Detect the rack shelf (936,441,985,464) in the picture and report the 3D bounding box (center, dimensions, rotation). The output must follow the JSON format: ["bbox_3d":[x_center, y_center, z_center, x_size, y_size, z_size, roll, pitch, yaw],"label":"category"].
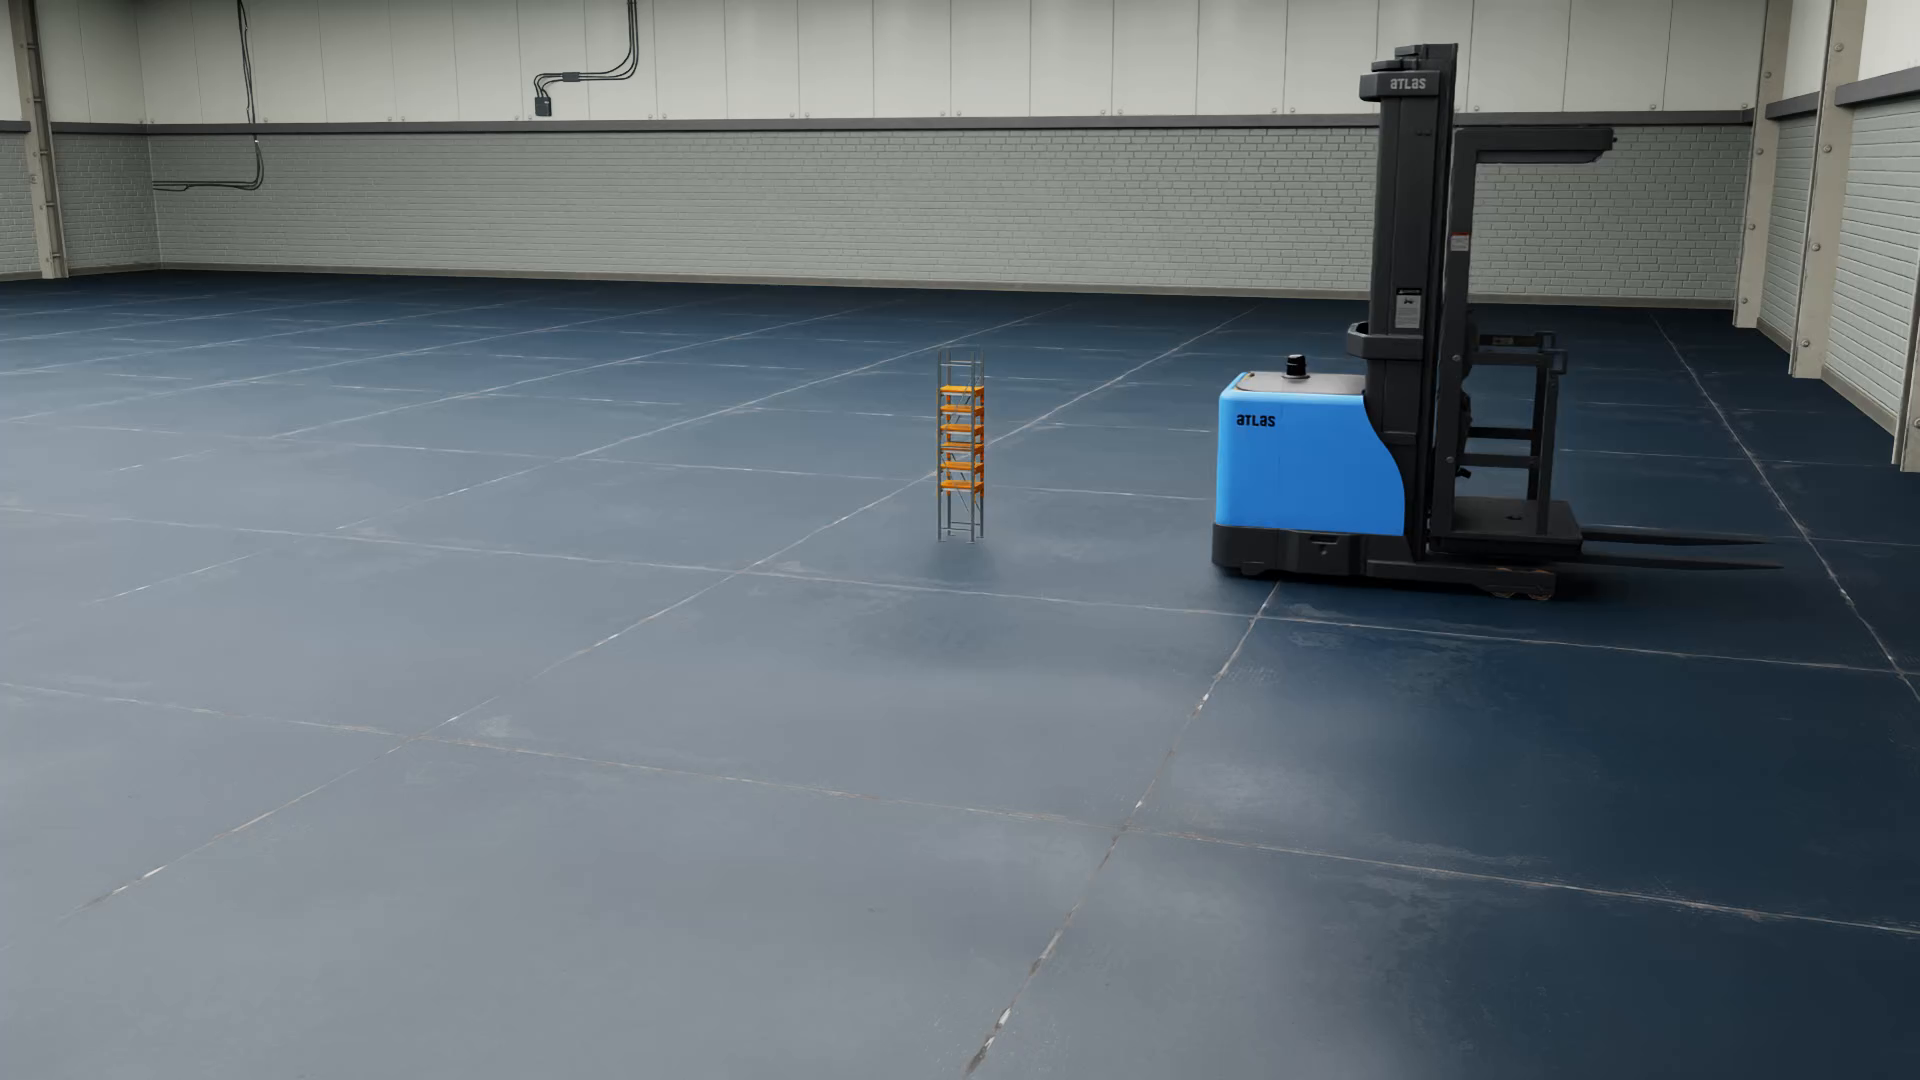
[{"bbox_3d":[0.005,-0.545,10.378,0.258,0.103,0.180,4,14,18],"label":"rack shelf"}]

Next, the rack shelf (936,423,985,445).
[{"bbox_3d":[0.005,-0.662,10.351,0.258,0.103,0.180,4,14,18],"label":"rack shelf"}]

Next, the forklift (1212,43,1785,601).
[{"bbox_3d":[3.027,-1.231,9.294,3.031,2.935,1.130,4,13,15],"label":"forklift"}]

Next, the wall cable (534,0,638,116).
[{"bbox_3d":[-7.285,-11.236,31.851,2.305,6.003,0.169,4,14,18],"label":"wall cable"}]

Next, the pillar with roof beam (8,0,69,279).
[{"bbox_3d":[-14.394,-9.430,31.580,9.100,9.000,0.400,4,14,18],"label":"pillar with roof beam"}]

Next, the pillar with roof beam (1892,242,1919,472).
[{"bbox_3d":[3.383,-5.255,13.289,9.100,9.000,0.400,4,14,18],"label":"pillar with roof beam"}]

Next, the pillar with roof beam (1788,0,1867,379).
[{"bbox_3d":[5.324,-6.518,18.824,9.100,9.000,0.400,4,14,18],"label":"pillar with roof beam"}]

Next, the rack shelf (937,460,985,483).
[{"bbox_3d":[0.005,-0.428,10.404,0.258,0.103,0.180,4,14,18],"label":"rack shelf"}]

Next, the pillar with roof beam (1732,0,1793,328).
[{"bbox_3d":[7.265,-7.782,24.359,9.100,9.000,0.400,4,14,18],"label":"pillar with roof beam"}]

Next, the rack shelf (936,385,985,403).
[{"bbox_3d":[0.005,-0.896,10.298,0.258,0.103,0.180,4,14,18],"label":"rack shelf"}]

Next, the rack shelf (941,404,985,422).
[{"bbox_3d":[0.005,-0.779,10.324,0.258,0.103,0.180,4,14,18],"label":"rack shelf"}]

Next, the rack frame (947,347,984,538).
[{"bbox_3d":[0.034,-0.607,10.452,0.240,1.200,0.006,4,14,18],"label":"rack frame"}]

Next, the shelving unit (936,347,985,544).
[{"bbox_3d":[0.005,-0.588,10.368,0.258,1.200,0.189,4,14,18],"label":"shelving unit"}]

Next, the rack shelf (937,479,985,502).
[{"bbox_3d":[0.005,-0.311,10.431,0.258,0.103,0.180,4,14,18],"label":"rack shelf"}]

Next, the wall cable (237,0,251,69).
[{"bbox_3d":[-13.703,-11.018,34.168,3.097,2.526,0.112,4,14,18],"label":"wall cable"}]

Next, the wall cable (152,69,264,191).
[{"bbox_3d":[-16.263,-8.751,35.584,3.097,2.526,0.112,4,14,18],"label":"wall cable"}]

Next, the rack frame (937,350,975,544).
[{"bbox_3d":[-0.025,-0.569,10.283,0.240,1.200,0.006,4,14,18],"label":"rack frame"}]
